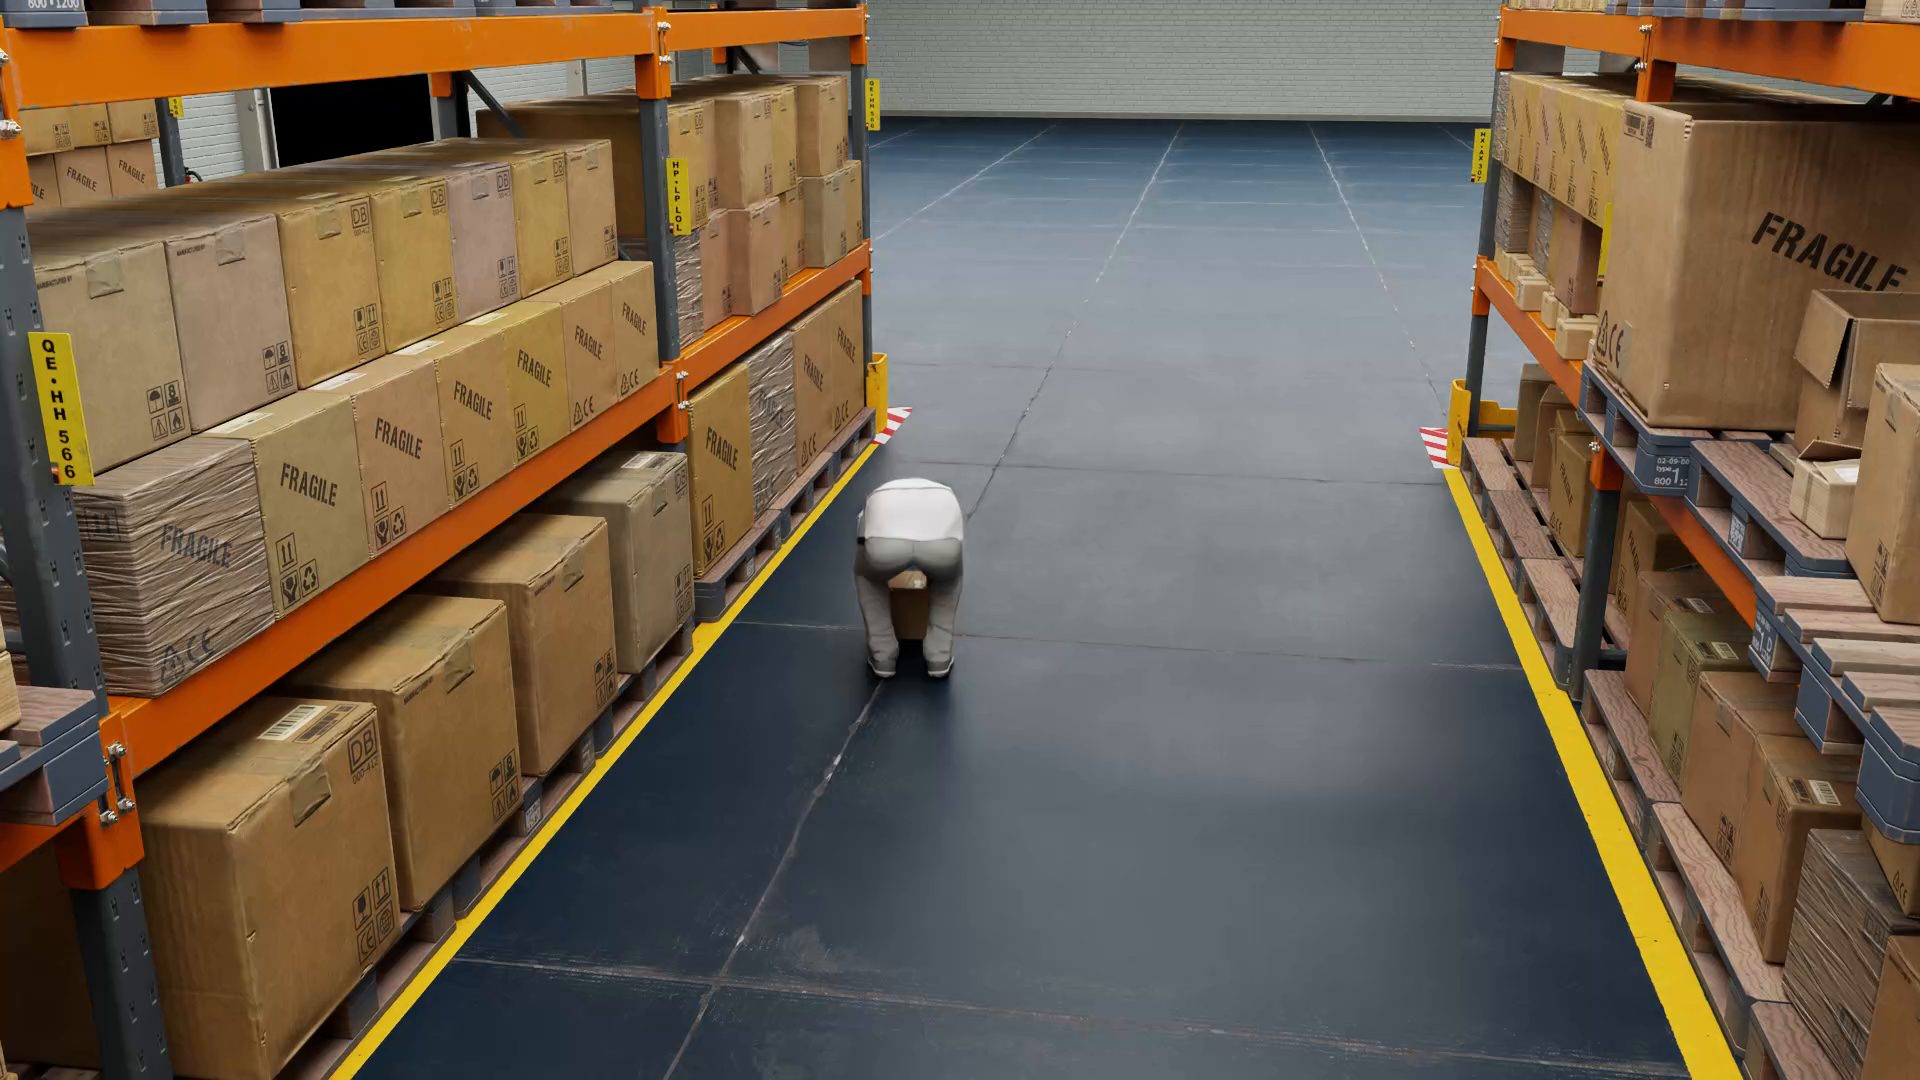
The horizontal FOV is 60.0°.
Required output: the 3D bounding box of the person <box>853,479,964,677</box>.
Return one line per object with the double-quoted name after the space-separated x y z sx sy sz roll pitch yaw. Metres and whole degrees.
-0.228 0.121 7.419 0.500 0.900 0.936 -1 18 -4 "person"
